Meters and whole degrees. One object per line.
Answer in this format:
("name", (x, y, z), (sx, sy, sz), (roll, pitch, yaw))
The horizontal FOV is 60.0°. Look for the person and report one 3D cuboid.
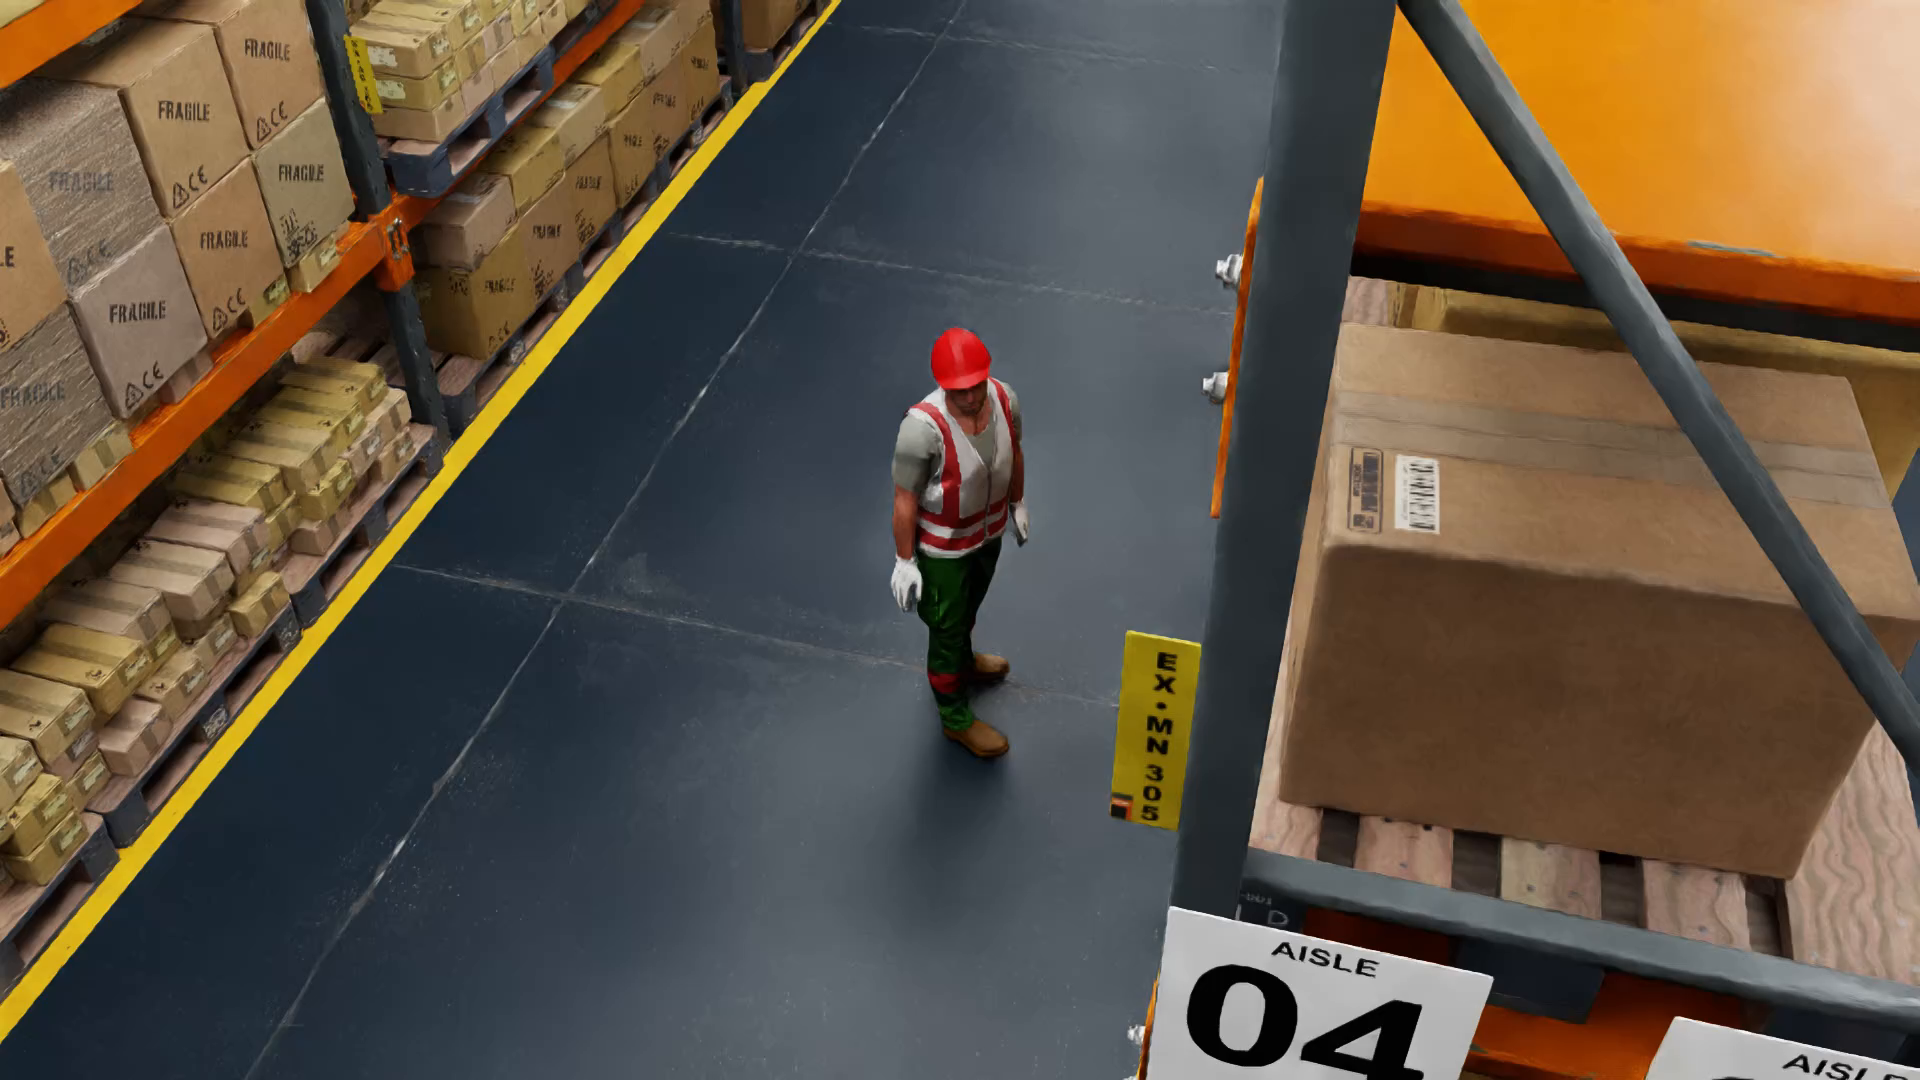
("person", (0.031, 0.016, 6.081), (0.569, 1.786, 0.661), (32, 50, 32))
